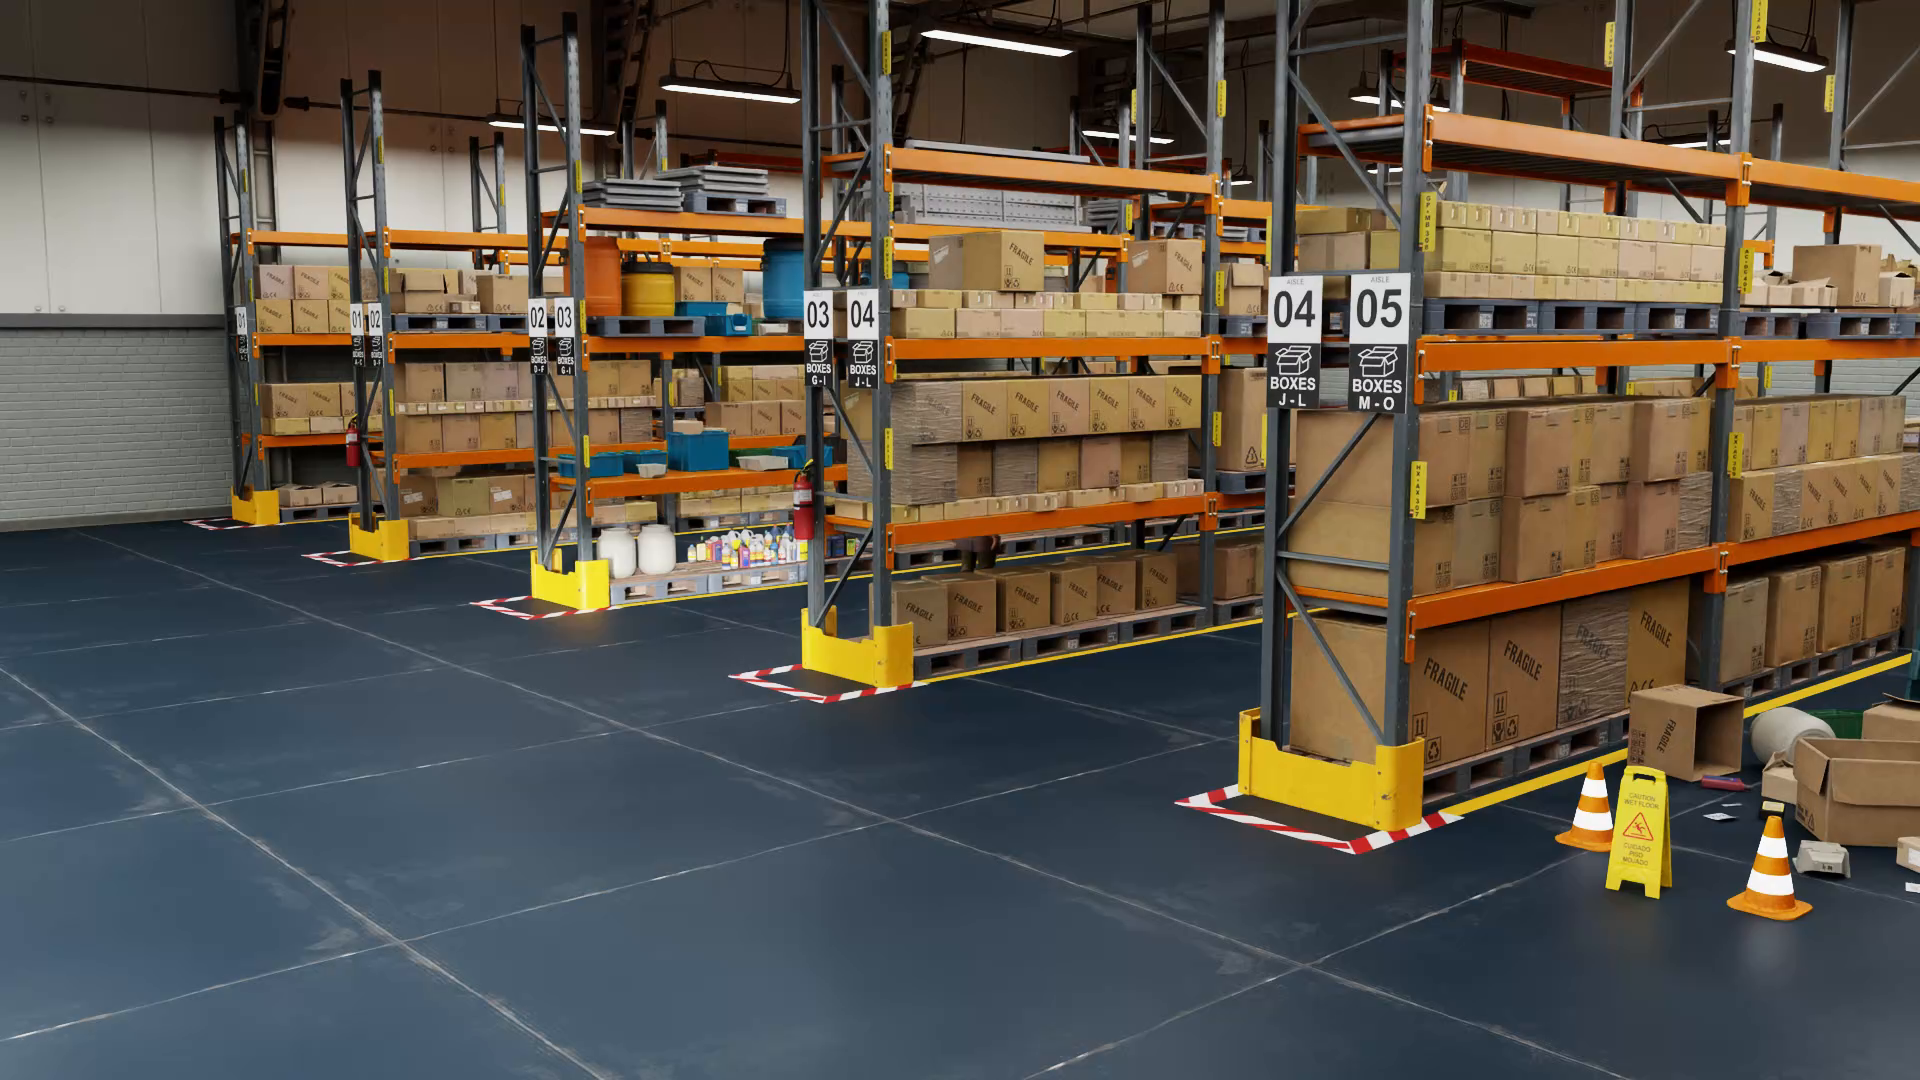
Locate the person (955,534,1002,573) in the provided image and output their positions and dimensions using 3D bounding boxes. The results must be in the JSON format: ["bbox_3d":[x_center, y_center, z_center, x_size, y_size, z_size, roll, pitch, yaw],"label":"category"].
[{"bbox_3d":[0.163,-0.103,16.498,0.649,1.779,0.467,5,9,35],"label":"person"}]
